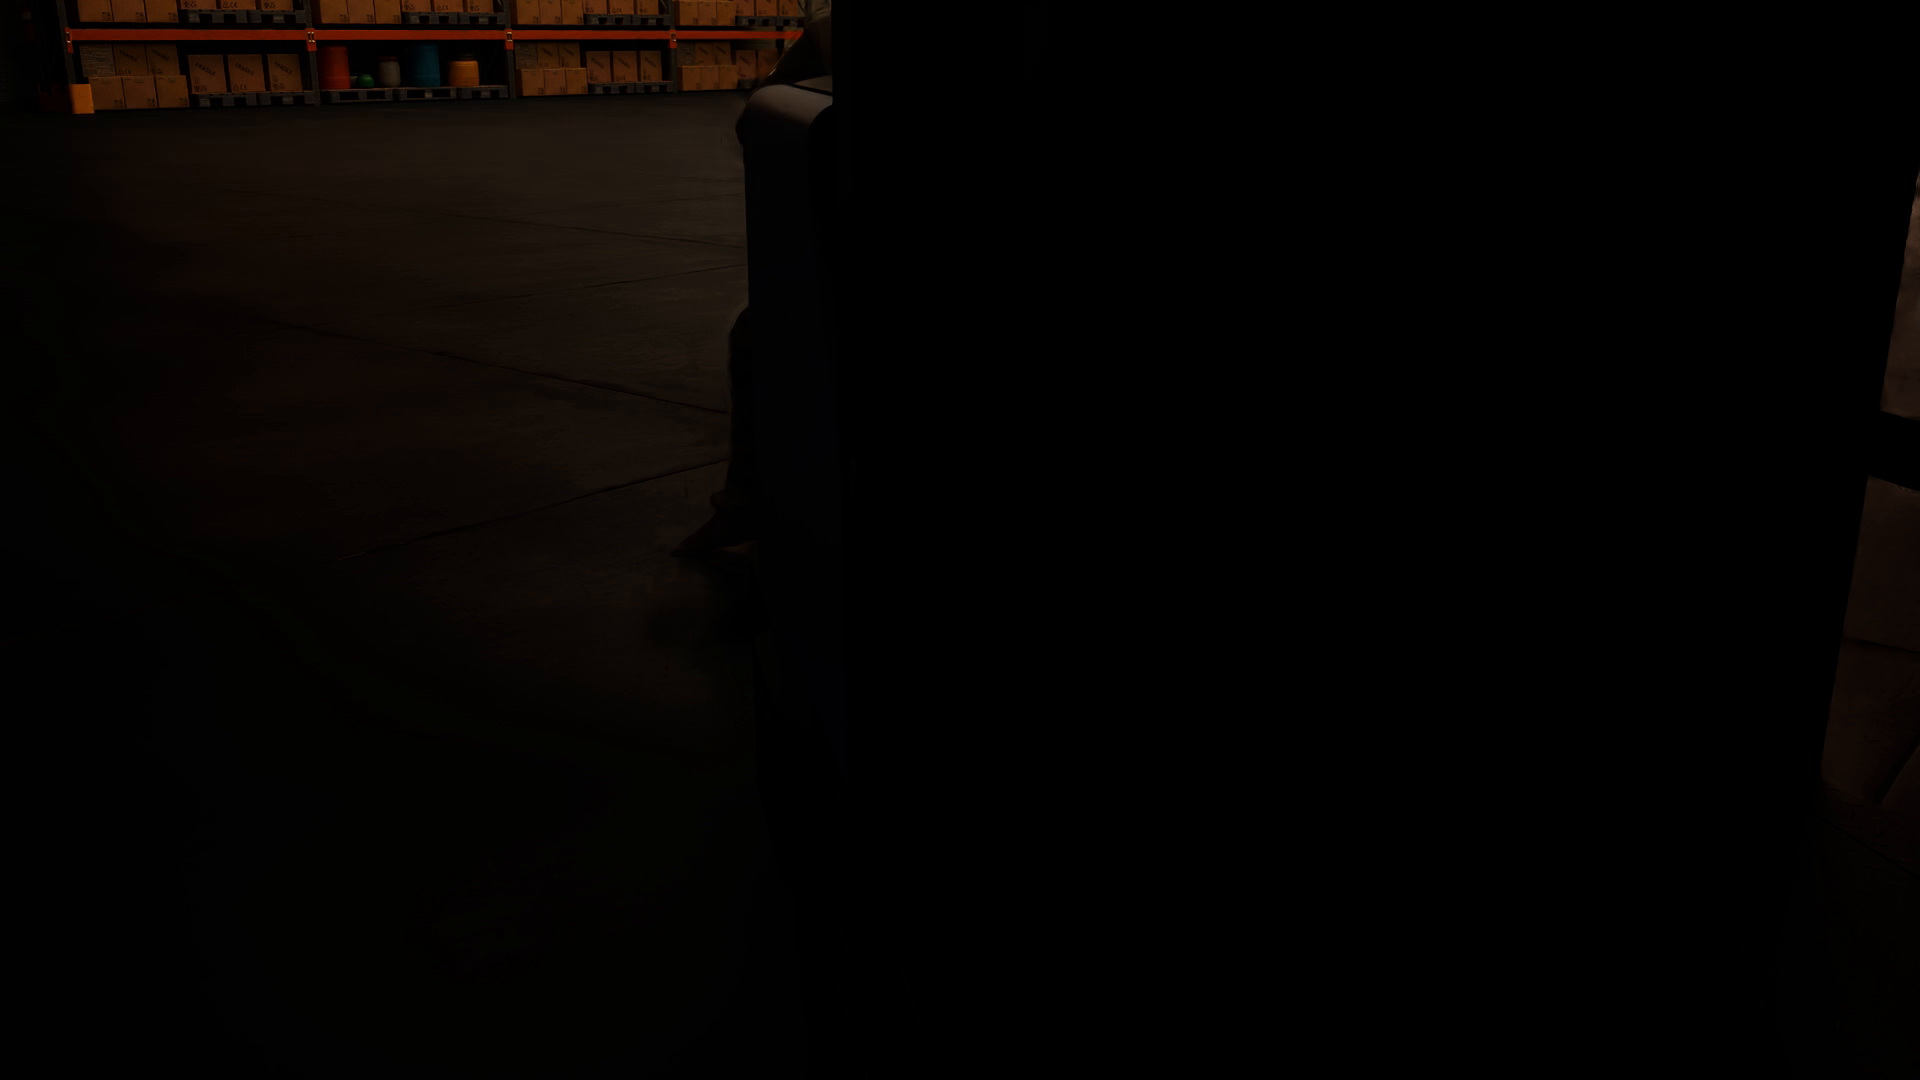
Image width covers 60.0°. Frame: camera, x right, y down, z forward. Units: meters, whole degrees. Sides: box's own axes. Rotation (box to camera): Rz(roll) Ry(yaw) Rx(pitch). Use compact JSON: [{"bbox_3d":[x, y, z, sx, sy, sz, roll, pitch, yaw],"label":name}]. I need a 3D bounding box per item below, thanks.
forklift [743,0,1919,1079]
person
[{"bbox_3d":[0.481,-0.709,1.232,1.130,2.935,3.031,-4,17,-13],"label":"forklift"},{"bbox_3d":[-0.023,-0.628,3.605,1.232,1.470,0.957,7,18,23],"label":"person"}]
